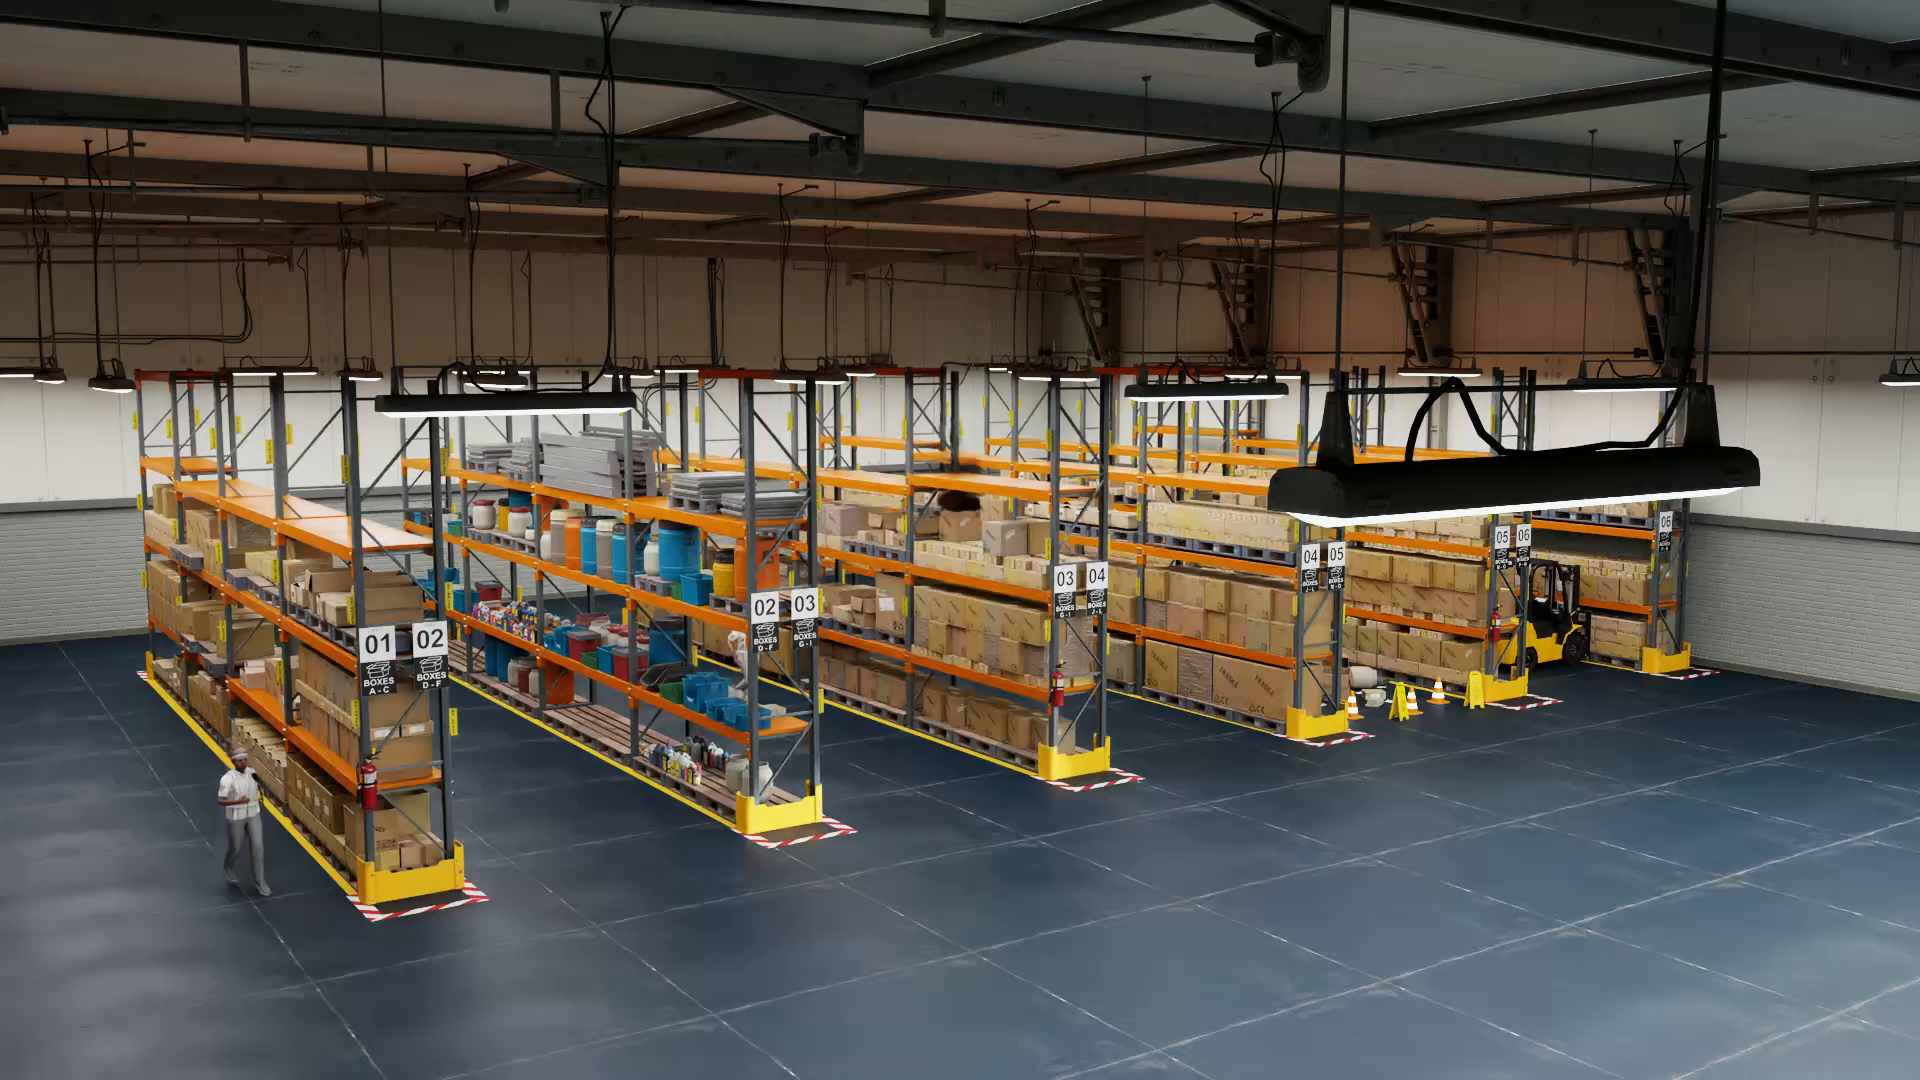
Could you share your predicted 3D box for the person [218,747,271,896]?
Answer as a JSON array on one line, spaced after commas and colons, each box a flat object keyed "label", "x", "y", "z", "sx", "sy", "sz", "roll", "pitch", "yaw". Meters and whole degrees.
[{"label": "person", "x": -8.438, "y": 3.270, "z": 19.550, "sx": 0.883, "sy": 1.721, "sz": 0.574, "roll": 6, "pitch": 9, "yaw": 43}]

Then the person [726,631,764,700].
[{"label": "person", "x": -3.742, "y": 2.119, "z": 29.668, "sx": 0.656, "sy": 1.738, "sz": 0.590, "roll": -6, "pitch": 9, "yaw": -43}]
